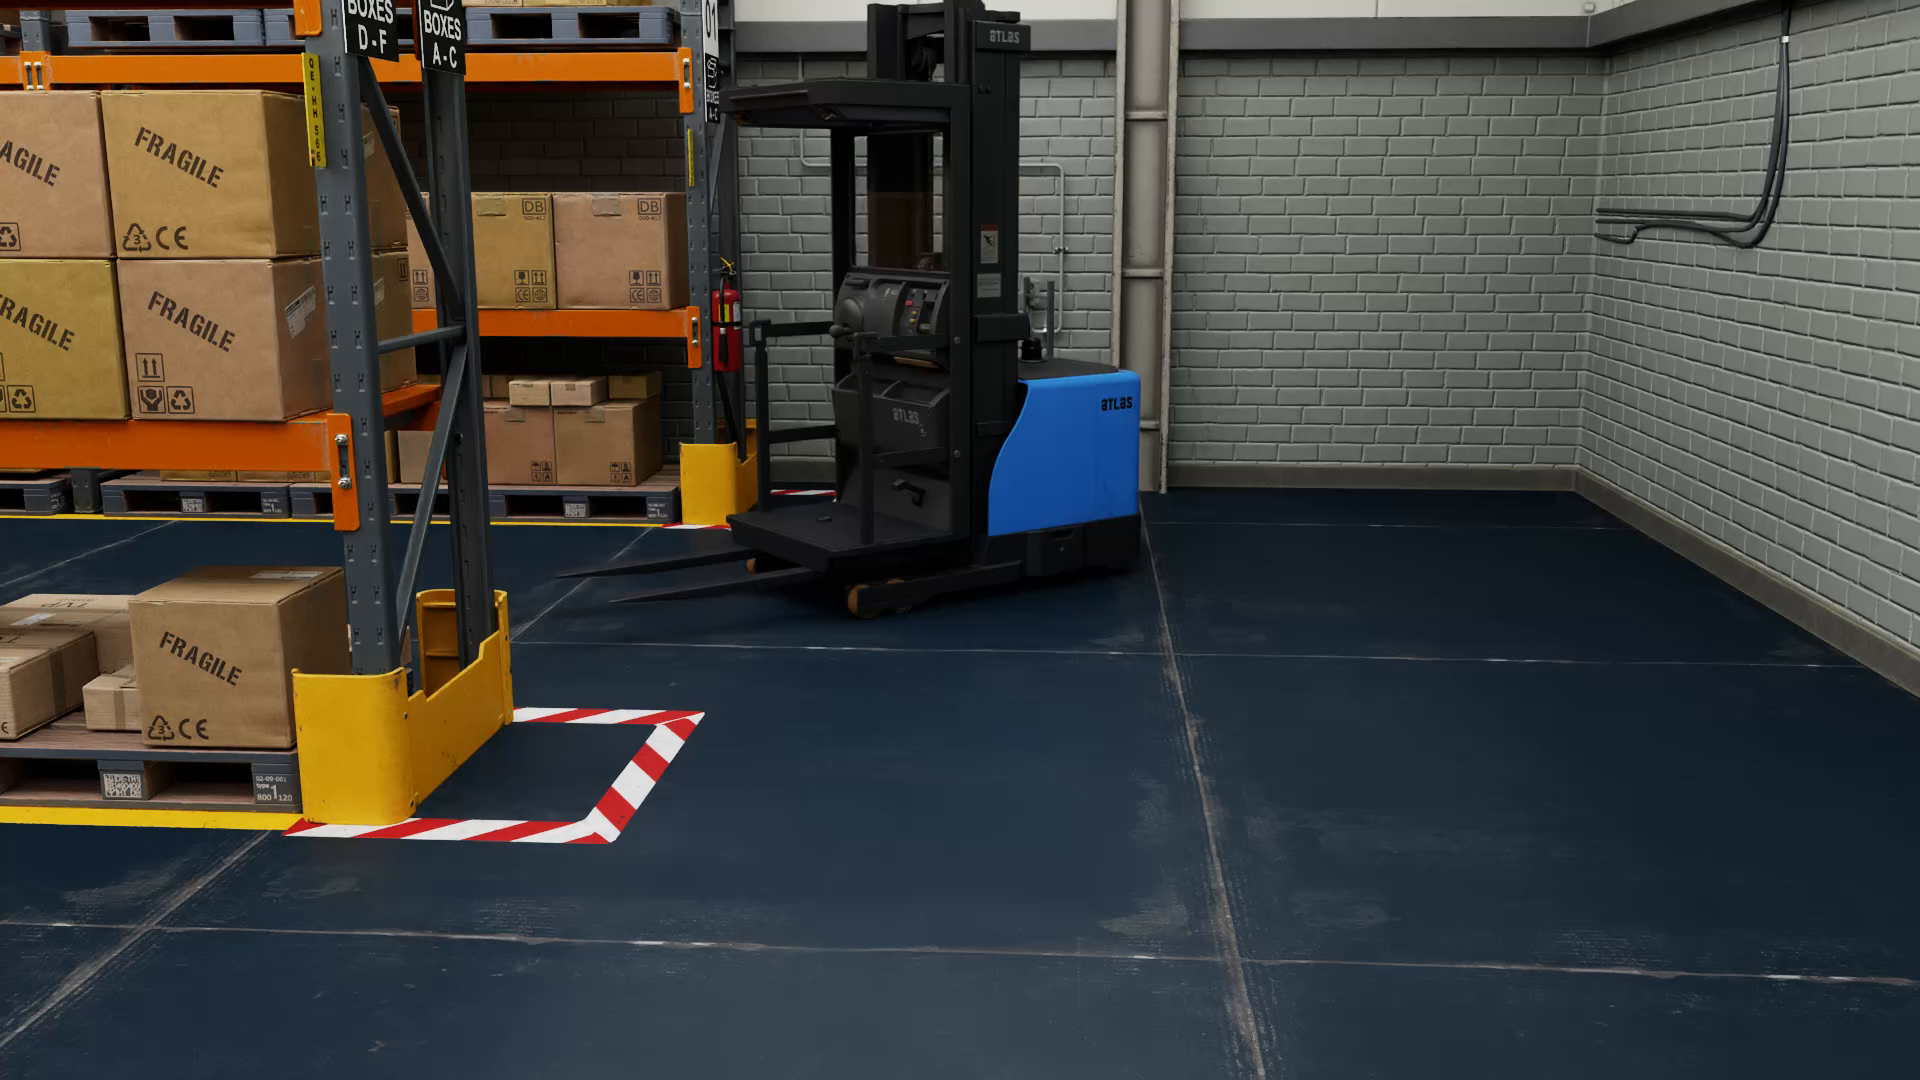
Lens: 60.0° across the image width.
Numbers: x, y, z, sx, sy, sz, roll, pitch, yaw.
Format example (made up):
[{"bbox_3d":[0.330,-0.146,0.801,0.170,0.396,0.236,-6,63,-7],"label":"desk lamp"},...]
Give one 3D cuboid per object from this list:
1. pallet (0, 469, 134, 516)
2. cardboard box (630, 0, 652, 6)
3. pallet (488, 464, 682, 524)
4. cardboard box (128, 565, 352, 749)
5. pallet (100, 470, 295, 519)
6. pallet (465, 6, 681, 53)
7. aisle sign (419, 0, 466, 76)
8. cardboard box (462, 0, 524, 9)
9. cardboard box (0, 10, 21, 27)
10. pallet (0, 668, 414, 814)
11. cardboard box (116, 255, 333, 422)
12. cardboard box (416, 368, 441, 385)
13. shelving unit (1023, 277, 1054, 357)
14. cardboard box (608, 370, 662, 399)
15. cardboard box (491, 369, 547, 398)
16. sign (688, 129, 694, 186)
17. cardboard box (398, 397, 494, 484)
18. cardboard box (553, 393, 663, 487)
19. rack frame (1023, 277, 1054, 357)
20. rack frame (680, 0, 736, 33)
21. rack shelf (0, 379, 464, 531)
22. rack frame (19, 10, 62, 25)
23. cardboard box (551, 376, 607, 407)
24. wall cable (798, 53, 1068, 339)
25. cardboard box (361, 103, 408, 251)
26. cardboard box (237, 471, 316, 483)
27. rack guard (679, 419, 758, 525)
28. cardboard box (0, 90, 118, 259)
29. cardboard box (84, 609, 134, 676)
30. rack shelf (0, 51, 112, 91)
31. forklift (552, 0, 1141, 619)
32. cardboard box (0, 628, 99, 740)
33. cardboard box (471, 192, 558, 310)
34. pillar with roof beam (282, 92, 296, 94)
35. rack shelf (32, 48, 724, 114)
[{"bbox_3d":[-6.299,-0.364,10.990,1.213,0.211,1.003,1,12,4],"label":"pallet"},{"bbox_3d":[-2.245,-3.388,10.409,0.500,0.250,0.500,1,12,7],"label":"cardboard box"},{"bbox_3d":[-2.336,-0.309,10.728,1.213,0.211,1.003,1,12,4],"label":"pallet"},{"bbox_3d":[-2.419,0.385,5.634,0.500,0.500,0.500,1,12,4],"label":"cardboard box"},{"bbox_3d":[-4.770,-0.342,10.887,1.213,0.211,1.003,1,12,4],"label":"pallet"},{"bbox_3d":[-2.273,-3.111,10.207,1.213,0.211,1.003,1,12,4],"label":"pallet"},{"bbox_3d":[-1.772,-1.998,5.644,0.004,0.787,0.394,1,12,4],"label":"aisle sign"},{"bbox_3d":[-2.800,-3.291,9.943,0.500,0.250,0.500,0,12,2],"label":"cardboard box"},{"bbox_3d":[-6.394,-3.500,10.530,0.500,0.500,0.700,0,12,1],"label":"cardboard box"},{"bbox_3d":[-2.731,0.687,5.970,1.213,0.211,1.003,1,12,4],"label":"pallet"},{"bbox_3d":[-2.325,-0.666,5.381,0.500,0.500,0.500,1,12,5],"label":"cardboard box"},{"bbox_3d":[-3.365,-1.023,10.829,0.250,0.149,0.380,1,12,4],"label":"cardboard box"},{"bbox_3d":[-0.028,-0.775,9.811,1.048,1.500,0.538,-3,12,-15],"label":"shelving unit"},{"bbox_3d":[-2.100,-1.006,10.748,0.250,0.149,0.380,1,12,4],"label":"cardboard box"},{"bbox_3d":[-2.855,-1.017,10.797,0.250,0.149,0.380,1,12,4],"label":"cardboard box"},{"bbox_3d":[-1.583,-2.251,9.795,0.005,0.325,0.100,1,12,4],"label":"sign"},{"bbox_3d":[-3.239,-0.663,10.692,0.500,0.500,0.700,0,12,2],"label":"cardboard box"},{"bbox_3d":[-2.238,-0.650,10.627,0.500,0.500,0.700,1,12,4],"label":"cardboard box"},{"bbox_3d":[0.462,-0.803,9.944,0.032,1.500,0.500,-3,12,-15],"label":"rack frame"},{"bbox_3d":[-1.533,-4.615,9.852,0.127,3.000,1.000,1,12,4],"label":"rack frame"},{"bbox_3d":[-3.855,-0.342,5.833,4.000,0.370,1.077,1,12,4],"label":"rack shelf"},{"bbox_3d":[-5.524,-4.670,10.114,0.127,3.000,1.000,1,12,4],"label":"rack frame"},{"bbox_3d":[-2.378,-0.932,10.391,0.250,0.149,0.380,1,12,3],"label":"cardboard box"},{"bbox_3d":[-0.192,-2.352,11.202,1.851,1.984,0.084,1,12,4],"label":"wall cable"},{"bbox_3d":[-2.285,-1.265,5.802,0.500,0.500,0.500,1,12,5],"label":"cardboard box"},{"bbox_3d":[-4.283,-0.677,10.756,0.500,0.500,0.700,1,12,3],"label":"cardboard box"},{"bbox_3d":[-1.509,-0.455,10.721,0.348,0.500,1.175,1,12,4],"label":"rack guard"},{"bbox_3d":[-2.826,-1.162,5.308,0.500,0.500,0.500,1,12,5],"label":"cardboard box"},{"bbox_3d":[-2.882,0.392,6.210,0.500,0.250,0.500,1,12,4],"label":"cardboard box"},{"bbox_3d":[-7.519,-2.877,10.625,4.000,0.370,1.077,1,12,4],"label":"rack shelf"},{"bbox_3d":[-0.519,-1.179,8.245,3.031,2.935,1.130,-8,14,-35],"label":"forklift"},{"bbox_3d":[-3.365,0.488,5.751,0.500,0.250,0.500,1,12,4],"label":"cardboard box"},{"bbox_3d":[-2.769,-1.838,10.496,0.700,0.700,0.980,1,12,3],"label":"cardboard box"},{"bbox_3d":[-5.055,-3.957,6.708,0.400,9.000,9.100,1,12,4],"label":"pillar with roof beam"},{"bbox_3d":[-3.528,-2.822,10.364,4.000,0.370,1.077,1,12,4],"label":"rack shelf"}]
